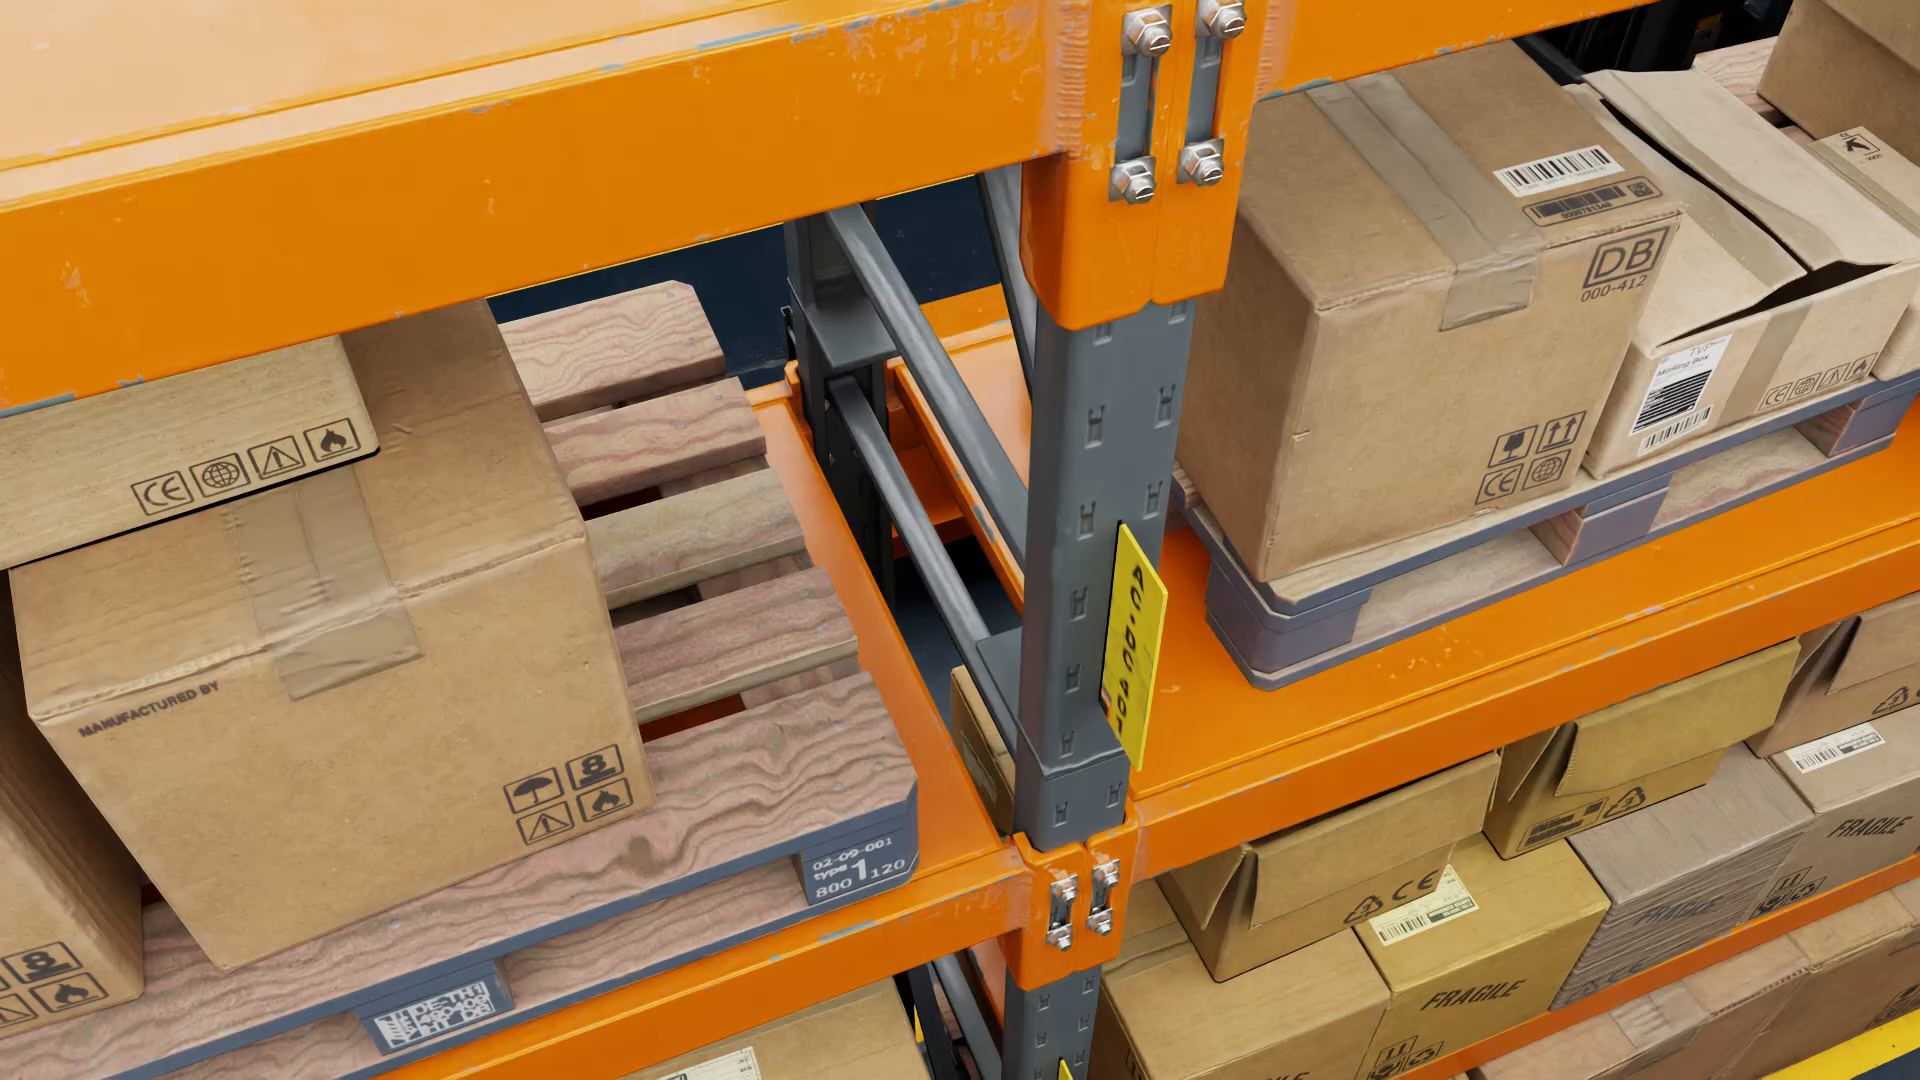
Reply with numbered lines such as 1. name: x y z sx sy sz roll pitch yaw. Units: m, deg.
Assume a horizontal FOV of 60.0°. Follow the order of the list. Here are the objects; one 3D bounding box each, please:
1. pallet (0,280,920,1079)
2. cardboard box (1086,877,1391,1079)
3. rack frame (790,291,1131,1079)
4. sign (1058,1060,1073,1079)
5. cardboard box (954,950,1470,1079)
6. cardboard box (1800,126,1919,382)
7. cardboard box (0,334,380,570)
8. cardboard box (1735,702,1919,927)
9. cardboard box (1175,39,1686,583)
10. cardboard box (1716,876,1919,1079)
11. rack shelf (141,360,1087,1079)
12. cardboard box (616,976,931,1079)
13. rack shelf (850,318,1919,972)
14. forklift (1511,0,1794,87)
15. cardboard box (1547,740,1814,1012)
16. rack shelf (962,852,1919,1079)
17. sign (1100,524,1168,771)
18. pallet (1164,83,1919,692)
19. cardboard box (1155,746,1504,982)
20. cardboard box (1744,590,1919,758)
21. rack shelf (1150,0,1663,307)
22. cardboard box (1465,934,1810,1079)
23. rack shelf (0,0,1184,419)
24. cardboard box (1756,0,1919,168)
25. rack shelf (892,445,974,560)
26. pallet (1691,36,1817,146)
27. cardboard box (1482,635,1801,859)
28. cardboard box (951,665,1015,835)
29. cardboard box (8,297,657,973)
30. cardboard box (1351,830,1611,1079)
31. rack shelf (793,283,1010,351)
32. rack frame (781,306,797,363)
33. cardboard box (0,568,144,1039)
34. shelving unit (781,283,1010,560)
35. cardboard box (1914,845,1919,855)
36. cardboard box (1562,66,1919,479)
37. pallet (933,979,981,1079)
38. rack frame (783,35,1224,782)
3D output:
1. pallet: -0.788 0.184 2.196 1.213 0.211 1.003 -17 52 -14
2. cardboard box: 0.494 0.916 3.420 0.500 0.500 0.500 -17 51 -14
3. rack frame: -0.026 0.905 3.495 0.127 3.000 1.000 -17 52 -14
4. sign: 0.185 0.987 2.802 0.005 0.325 0.100 -17 52 -14
5. cardboard box: 0.558 1.263 4.312 0.875 0.875 1.225 -17 51 -14
6. cardboard box: 1.409 -0.449 2.570 0.250 0.149 0.380 -19 52 -16
7. cardboard box: -0.900 -0.253 1.610 0.500 0.250 0.500 -20 52 -17
8. cardboard box: 1.899 0.476 3.798 0.500 0.500 0.500 -16 51 -14
9. cardboard box: 0.507 -0.415 2.309 0.500 0.500 0.700 -16 51 -13
10. cardboard box: 2.202 0.747 4.755 0.875 0.875 1.225 -17 51 -14
11. rack shelf: -1.878 0.736 2.138 4.000 0.370 1.077 -17 52 -14
12. cardboard box: -0.351 0.933 2.880 0.500 0.500 0.500 -16 51 -13
13. rack shelf: 1.825 -0.411 3.123 4.000 0.370 1.077 -17 52 -14
14. forklift: 2.775 -2.090 6.113 3.031 2.935 1.130 -21 53 -17
15. cardboard box: 1.422 0.628 3.667 0.500 0.500 0.500 -18 52 -15
16. rack shelf: 1.825 0.566 4.261 4.000 0.370 1.077 -17 52 -14
17. sign: 0.185 0.123 1.797 0.005 0.325 0.100 -17 52 -14
18. pallet: 0.804 -0.307 2.686 1.217 0.209 0.805 -19 52 -16
19. cardboard box: 0.562 0.357 3.239 0.637 0.503 0.797 -18 52 -15
20. cardboard box: 1.771 -0.021 3.564 0.637 0.503 0.797 -16 51 -13
21. rack shelf: 1.825 -1.258 2.137 4.000 0.370 1.077 -17 52 -14
22. cardboard box: 1.385 1.006 4.532 0.875 0.875 1.225 -19 52 -15
23. rack shelf: -1.878 -0.111 1.151 4.000 0.370 1.077 -17 52 -14
24. cardboard box: 1.793 -0.789 2.628 0.637 0.503 0.797 -18 52 -15
25. rack shelf: -0.006 -0.205 6.007 1.000 0.278 0.538 -17 52 -14
26. pallet: 2.066 -0.613 2.946 1.213 0.211 1.003 -15 51 -13
27. cardboard box: 1.202 0.168 3.401 0.637 0.503 0.797 -17 51 -14
28. cardboard box: 0.303 0.547 3.737 0.500 0.500 0.500 -17 51 -14
29. cardboard box: -0.728 -0.007 1.893 0.500 0.500 0.700 -20 52 -16
30. cardboard box: 0.959 0.772 3.544 0.500 0.500 0.500 -17 51 -14
31. rack shelf: -0.006 -0.555 5.600 1.000 0.278 0.538 -17 52 -14
32. rack frame: -0.477 -0.219 5.696 0.032 1.125 0.500 -17 52 -14
33. cardboard box: -1.228 0.144 1.763 0.500 0.500 0.700 -15 51 -12
34. shelving unit: -0.006 -0.365 5.822 1.048 1.125 0.538 -17 52 -14
35. cardboard box: 2.370 0.331 3.923 0.500 0.500 0.500 -19 52 -15
36. cardboard box: 1.023 -0.431 2.448 0.500 0.311 0.500 -19 52 -15
37. pallet: 0.659 1.540 4.789 1.213 0.211 1.003 -17 52 -14
38. rack frame: -0.026 -1.049 1.219 0.127 3.000 1.000 -17 52 -14
